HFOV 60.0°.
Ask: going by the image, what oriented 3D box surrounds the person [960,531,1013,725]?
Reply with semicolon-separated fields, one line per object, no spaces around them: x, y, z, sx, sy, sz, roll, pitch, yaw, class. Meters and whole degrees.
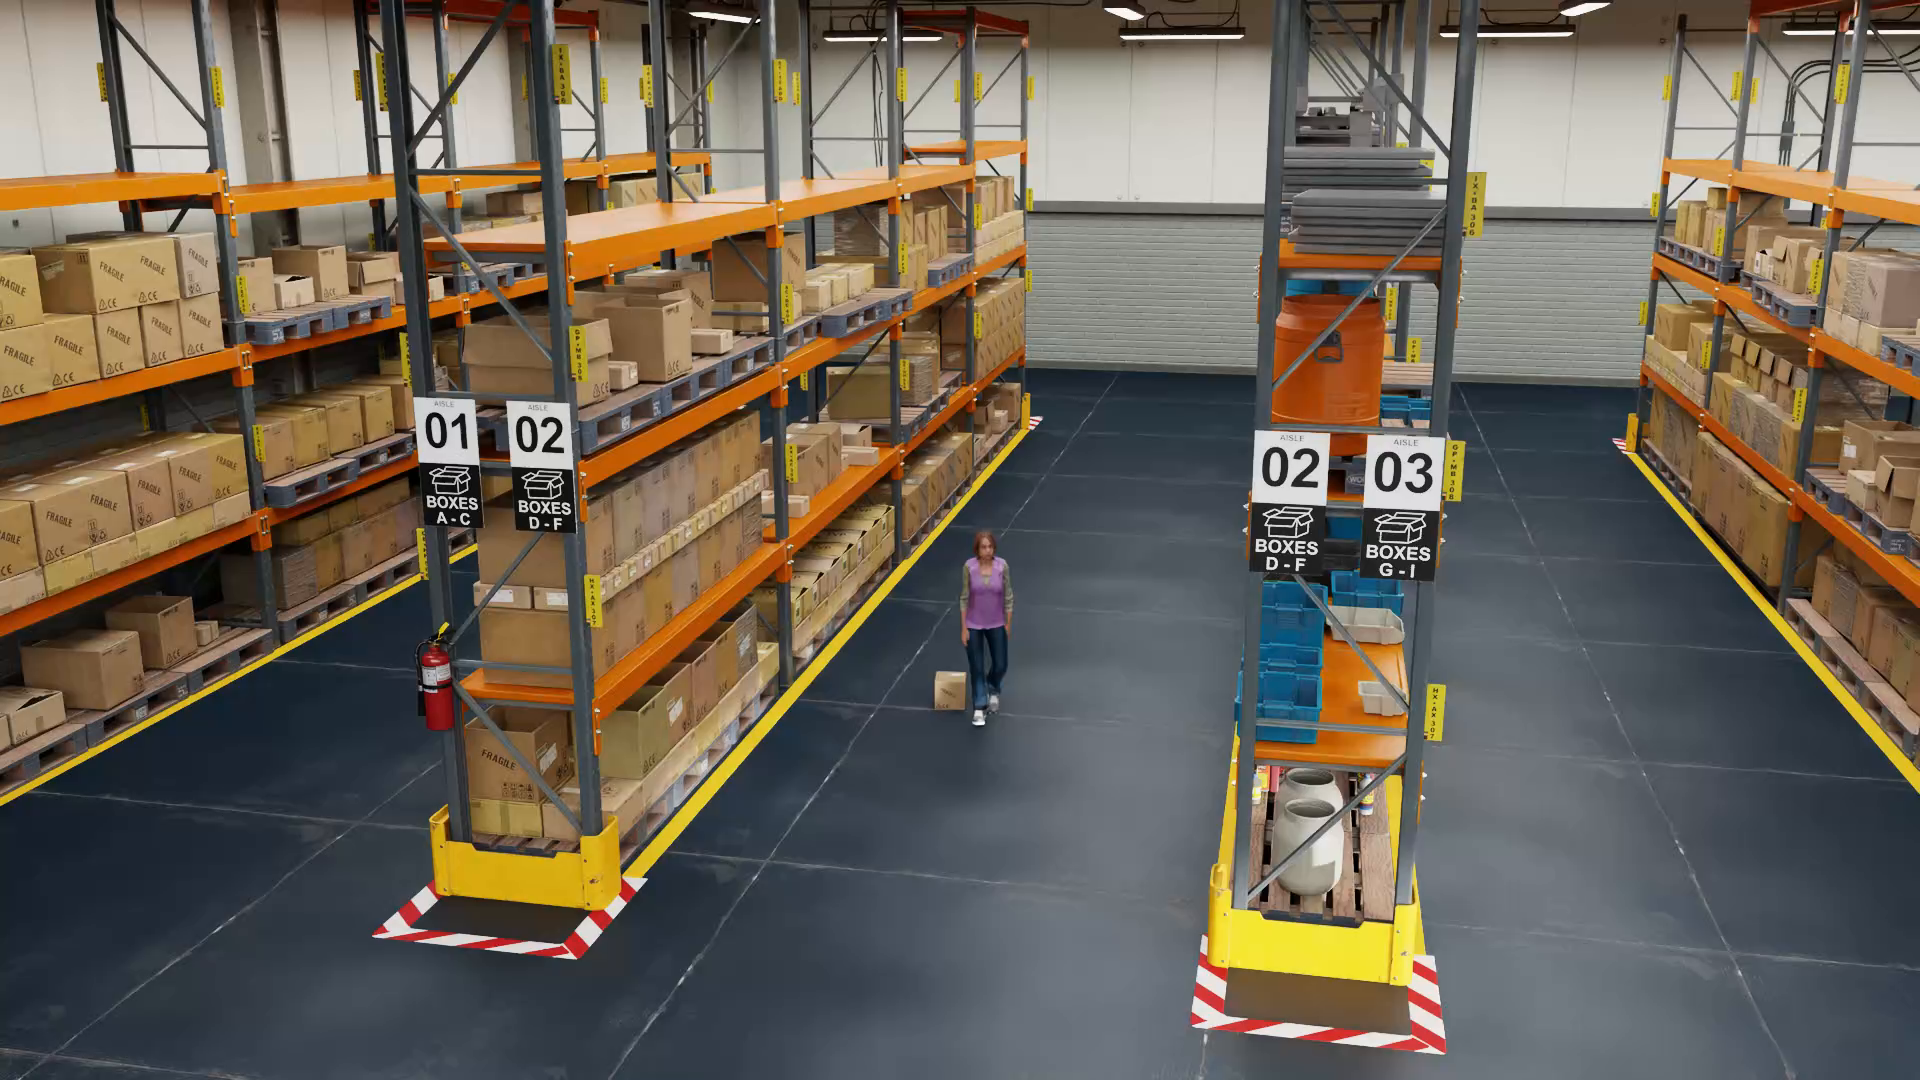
0.212;0.688;13.343;0.432;1.590;0.433;0;15;-2;person
